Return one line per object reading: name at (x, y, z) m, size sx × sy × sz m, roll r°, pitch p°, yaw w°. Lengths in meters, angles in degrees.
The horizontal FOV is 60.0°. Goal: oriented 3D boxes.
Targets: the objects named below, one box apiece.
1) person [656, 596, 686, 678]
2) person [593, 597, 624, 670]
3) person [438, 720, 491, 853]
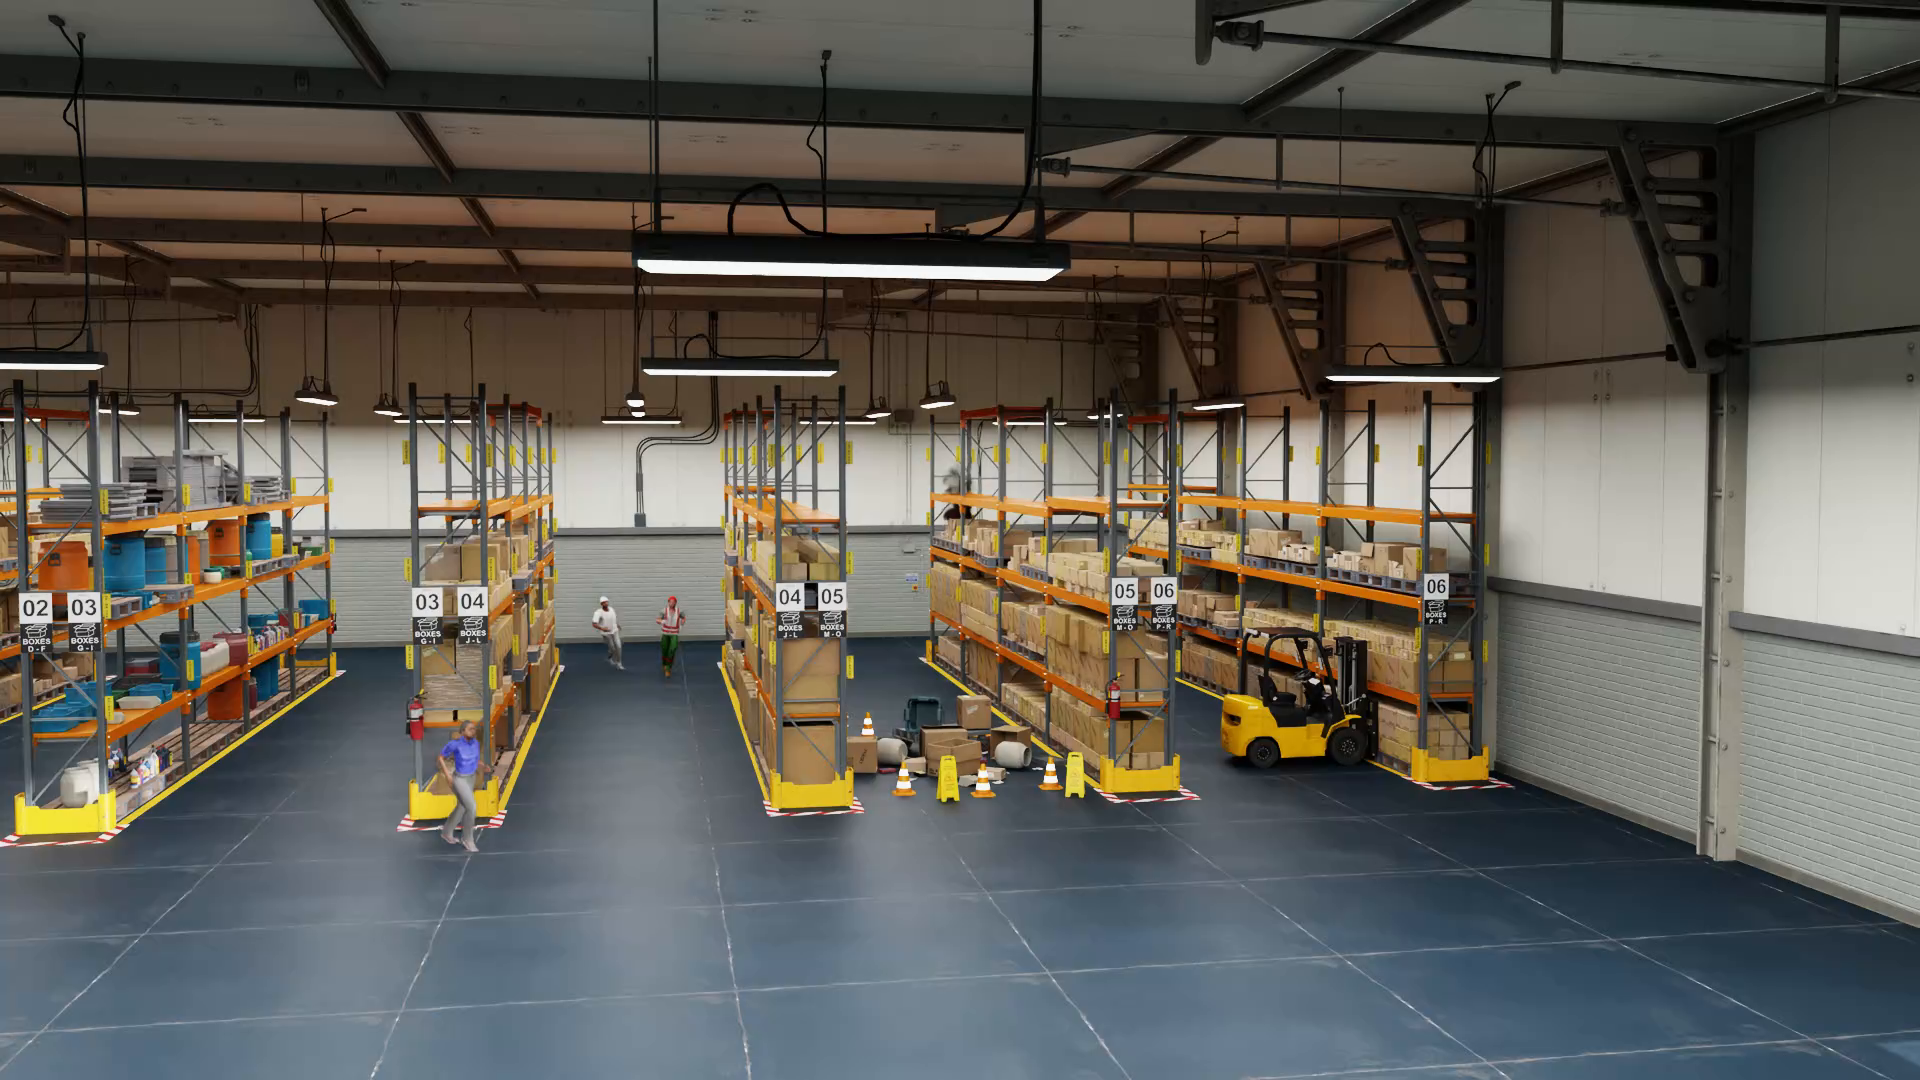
person at (-6.598, 2.185, 37.939) m, size 0.658 × 1.826 × 0.846 m, roll 0°, pitch 3°, yaw -7°
person at (-12.032, -0.474, 19.253) m, size 33.056 × 8.997 × 23.686 m, roll -3°, pitch 4°, yaw -44°
person at (-6.310, 3.127, 21.141) m, size 0.819 × 1.699 × 0.493 m, roll 1°, pitch 3°, yaw 24°
